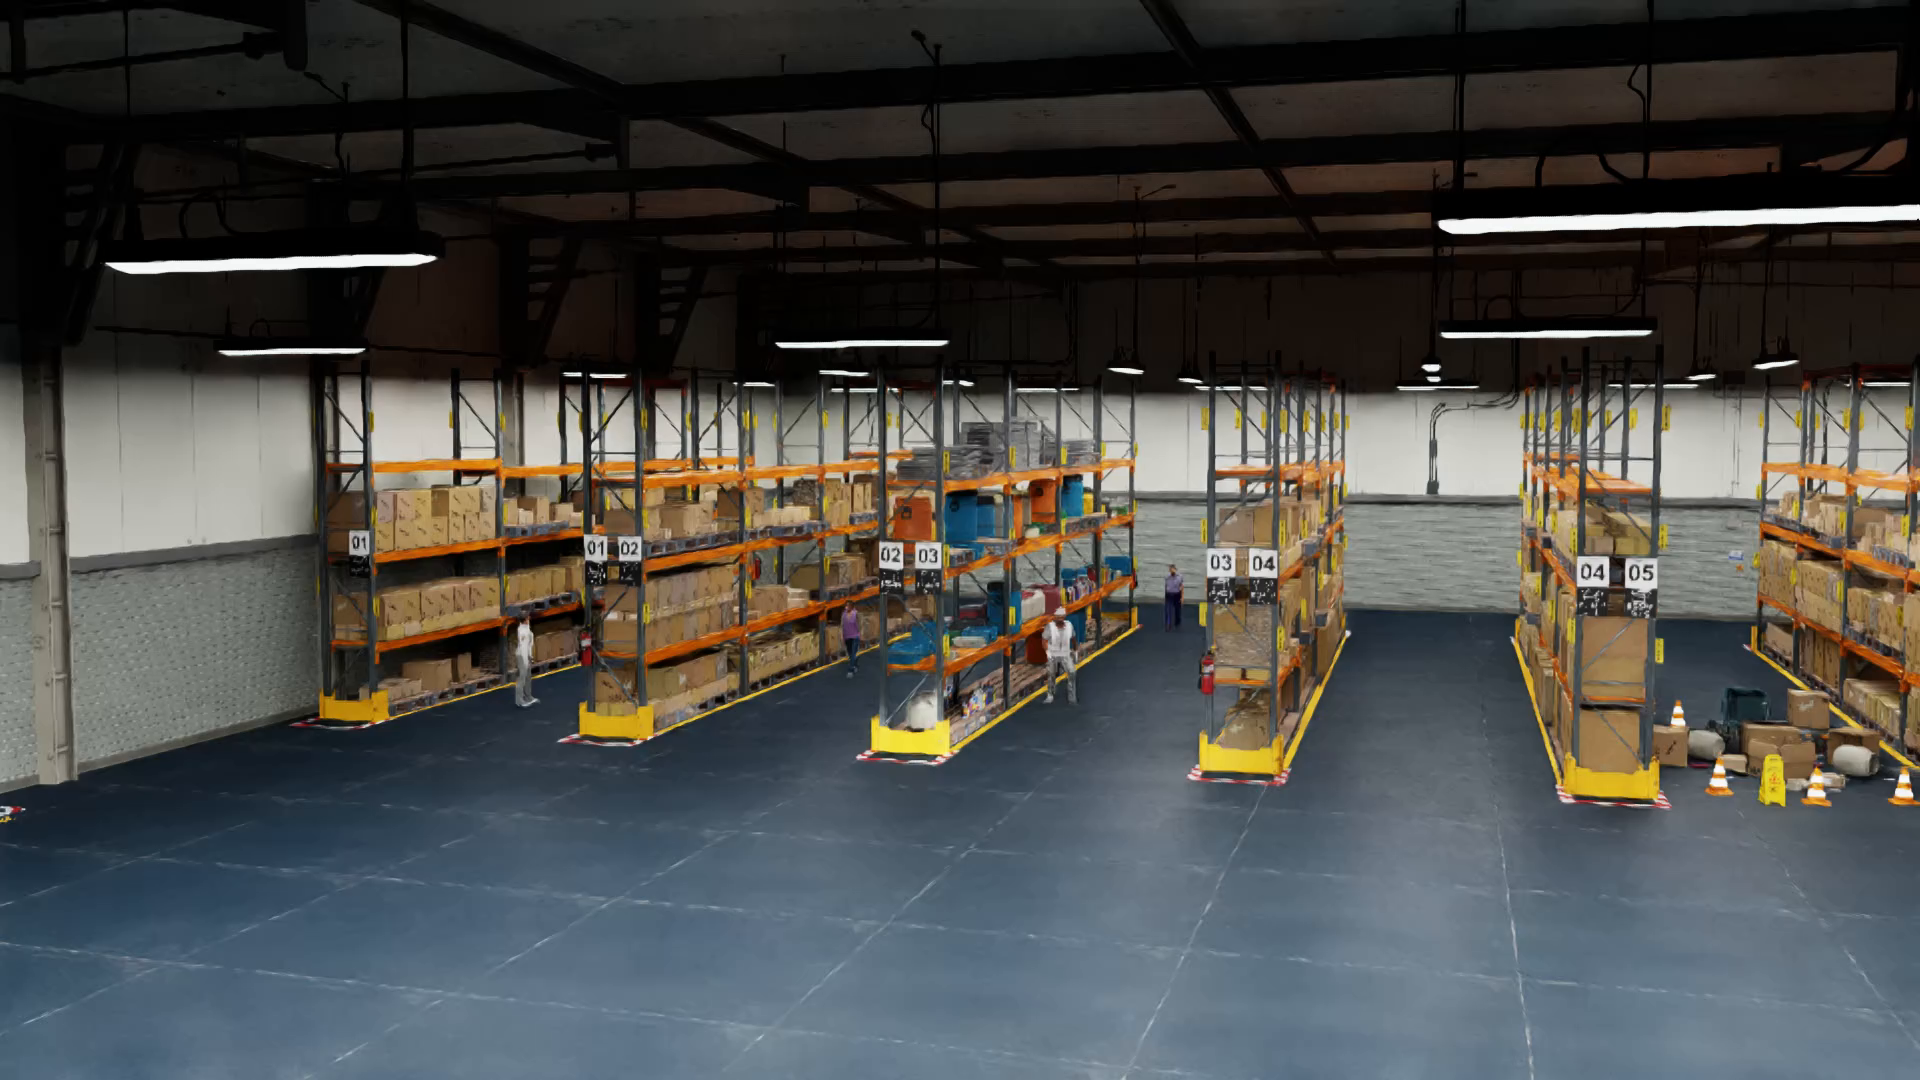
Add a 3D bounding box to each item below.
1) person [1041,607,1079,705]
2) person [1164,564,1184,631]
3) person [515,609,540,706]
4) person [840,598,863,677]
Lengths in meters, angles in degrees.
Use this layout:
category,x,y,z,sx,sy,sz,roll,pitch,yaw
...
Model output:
category,x,y,z,sx,sy,sz,roll,pitch,yaw
person,1.763,2.035,29.318,0.687,1.737,0.716,0,4,-6
person,5.130,1.361,39.794,0.491,1.590,1.000,1,4,15
person,-7.625,2.063,29.278,0.420,1.677,0.534,-1,4,-12
person,-2.156,1.892,32.687,0.419,1.513,1.037,1,4,15
